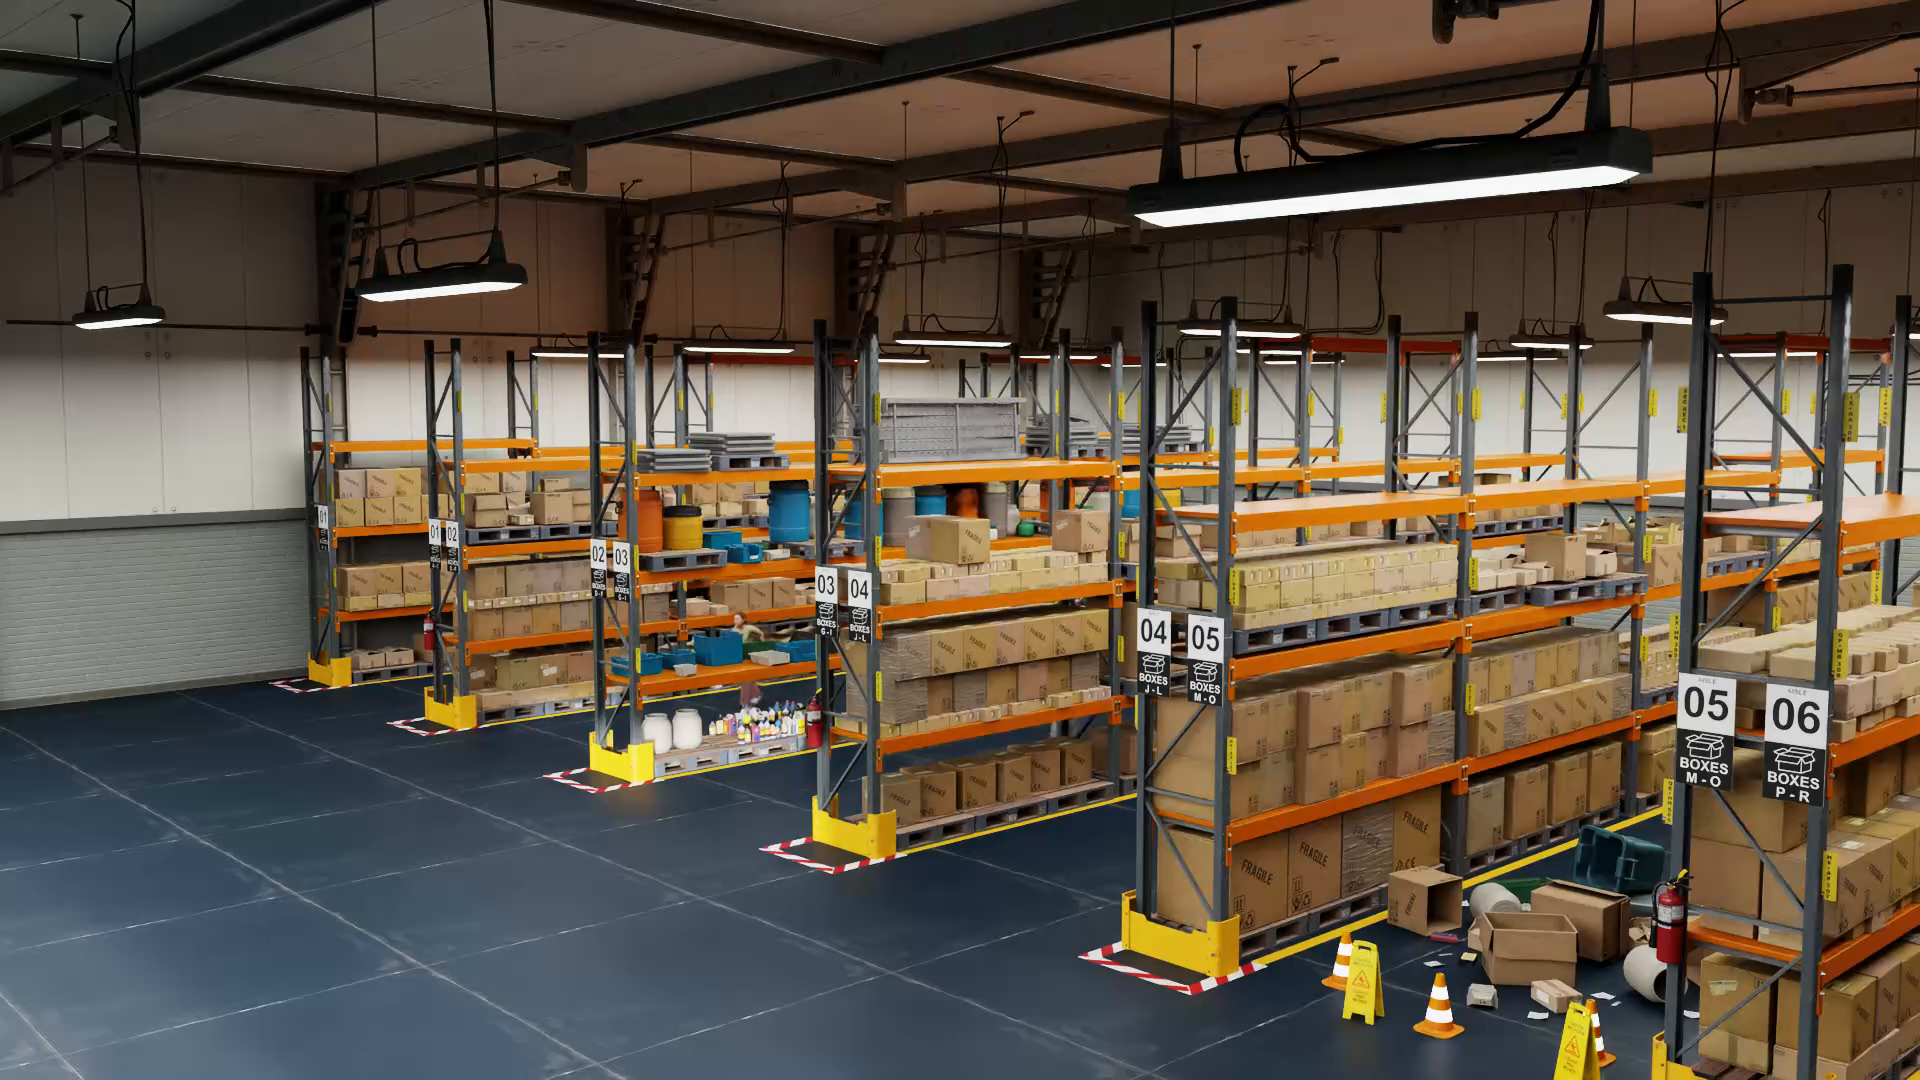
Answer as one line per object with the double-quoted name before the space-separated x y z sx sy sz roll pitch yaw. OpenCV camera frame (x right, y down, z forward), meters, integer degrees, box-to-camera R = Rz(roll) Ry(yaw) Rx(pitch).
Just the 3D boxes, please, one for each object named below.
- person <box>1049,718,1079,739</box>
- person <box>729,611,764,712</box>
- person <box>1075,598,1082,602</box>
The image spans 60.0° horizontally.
"person" 1.486 2.127 24.410 0.674 1.806 0.969 5 7 42
"person" -3.484 1.964 27.184 0.573 1.639 0.938 2 6 26
"person" 2.389 1.558 31.428 0.826 1.720 0.636 -4 7 -39
